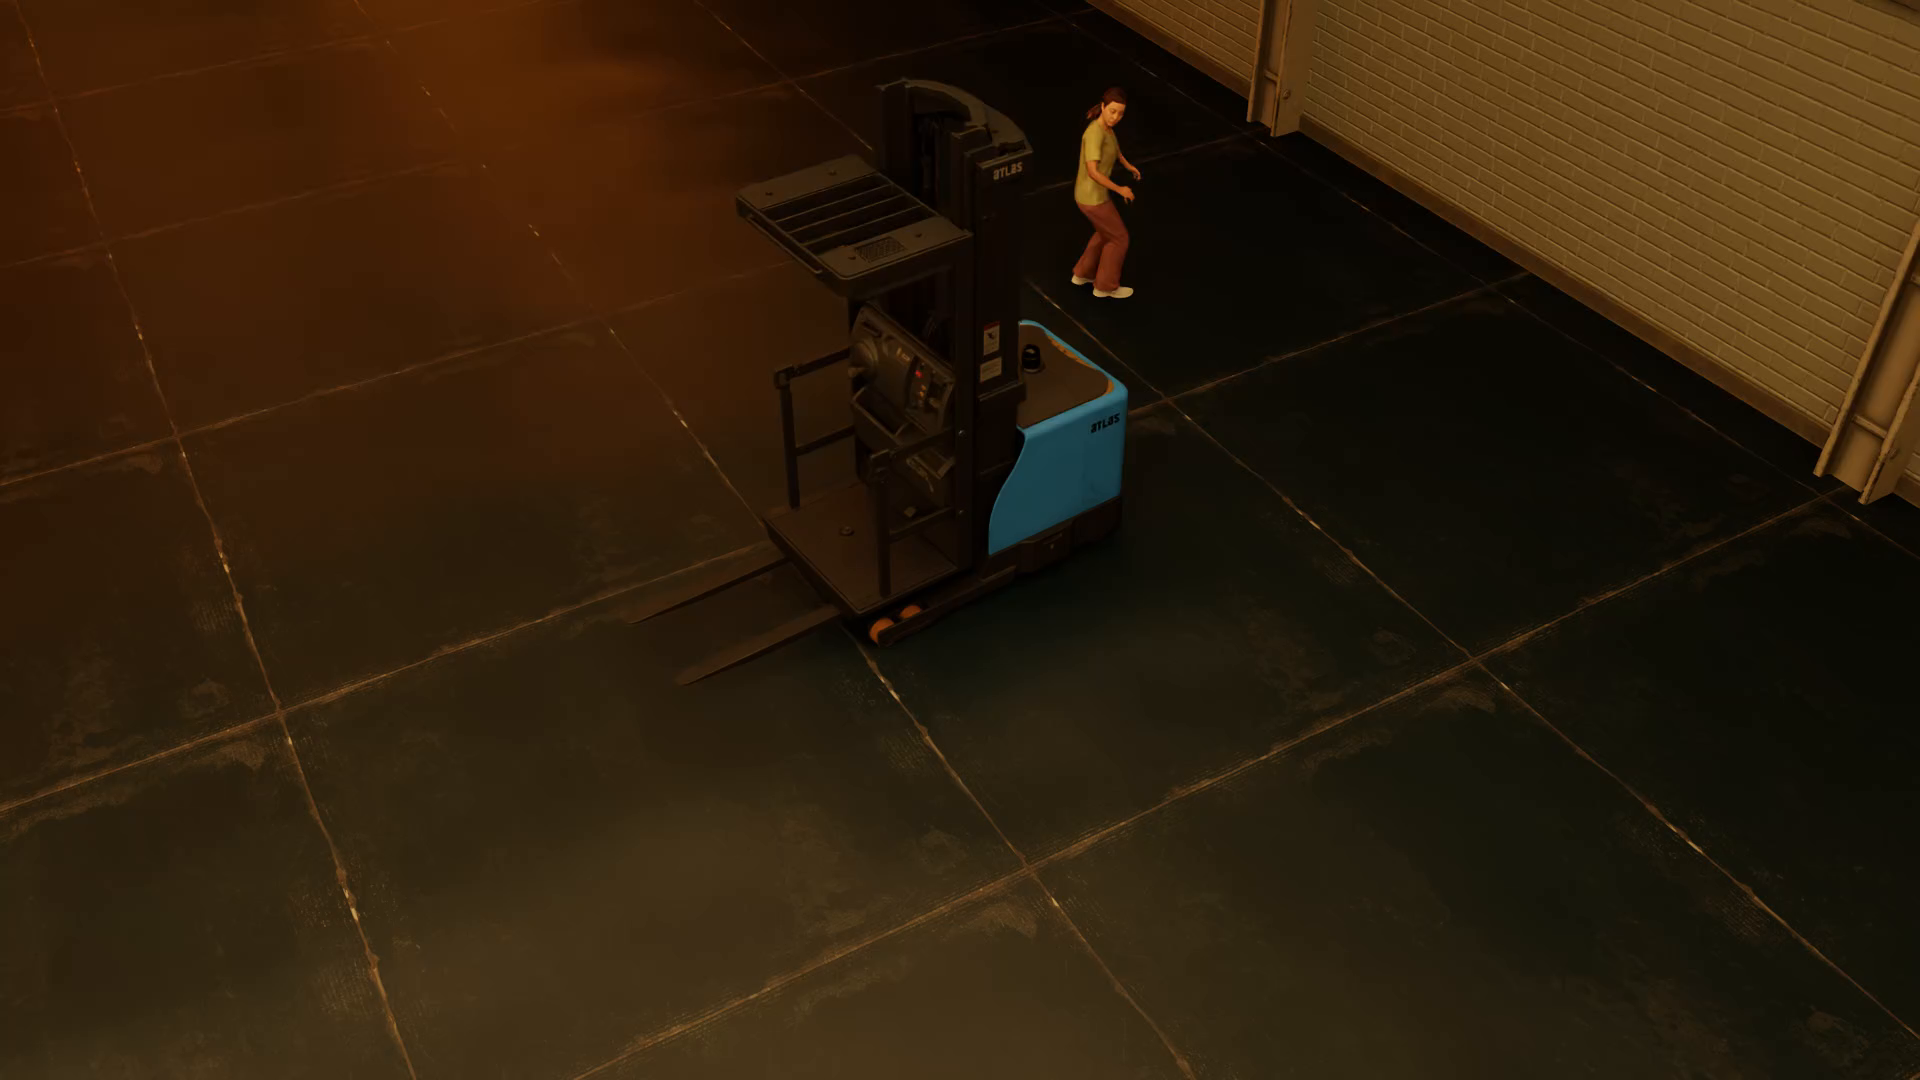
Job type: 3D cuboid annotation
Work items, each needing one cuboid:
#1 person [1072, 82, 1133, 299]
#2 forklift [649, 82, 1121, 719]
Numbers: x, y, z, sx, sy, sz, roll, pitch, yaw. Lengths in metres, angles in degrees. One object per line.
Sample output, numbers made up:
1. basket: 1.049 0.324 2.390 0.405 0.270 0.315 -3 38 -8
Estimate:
1. person: 1.085 -2.555 12.151 0.473 1.628 0.664 4 40 5
2. forklift: -0.423 -0.843 9.053 1.130 2.935 3.031 32 49 33
